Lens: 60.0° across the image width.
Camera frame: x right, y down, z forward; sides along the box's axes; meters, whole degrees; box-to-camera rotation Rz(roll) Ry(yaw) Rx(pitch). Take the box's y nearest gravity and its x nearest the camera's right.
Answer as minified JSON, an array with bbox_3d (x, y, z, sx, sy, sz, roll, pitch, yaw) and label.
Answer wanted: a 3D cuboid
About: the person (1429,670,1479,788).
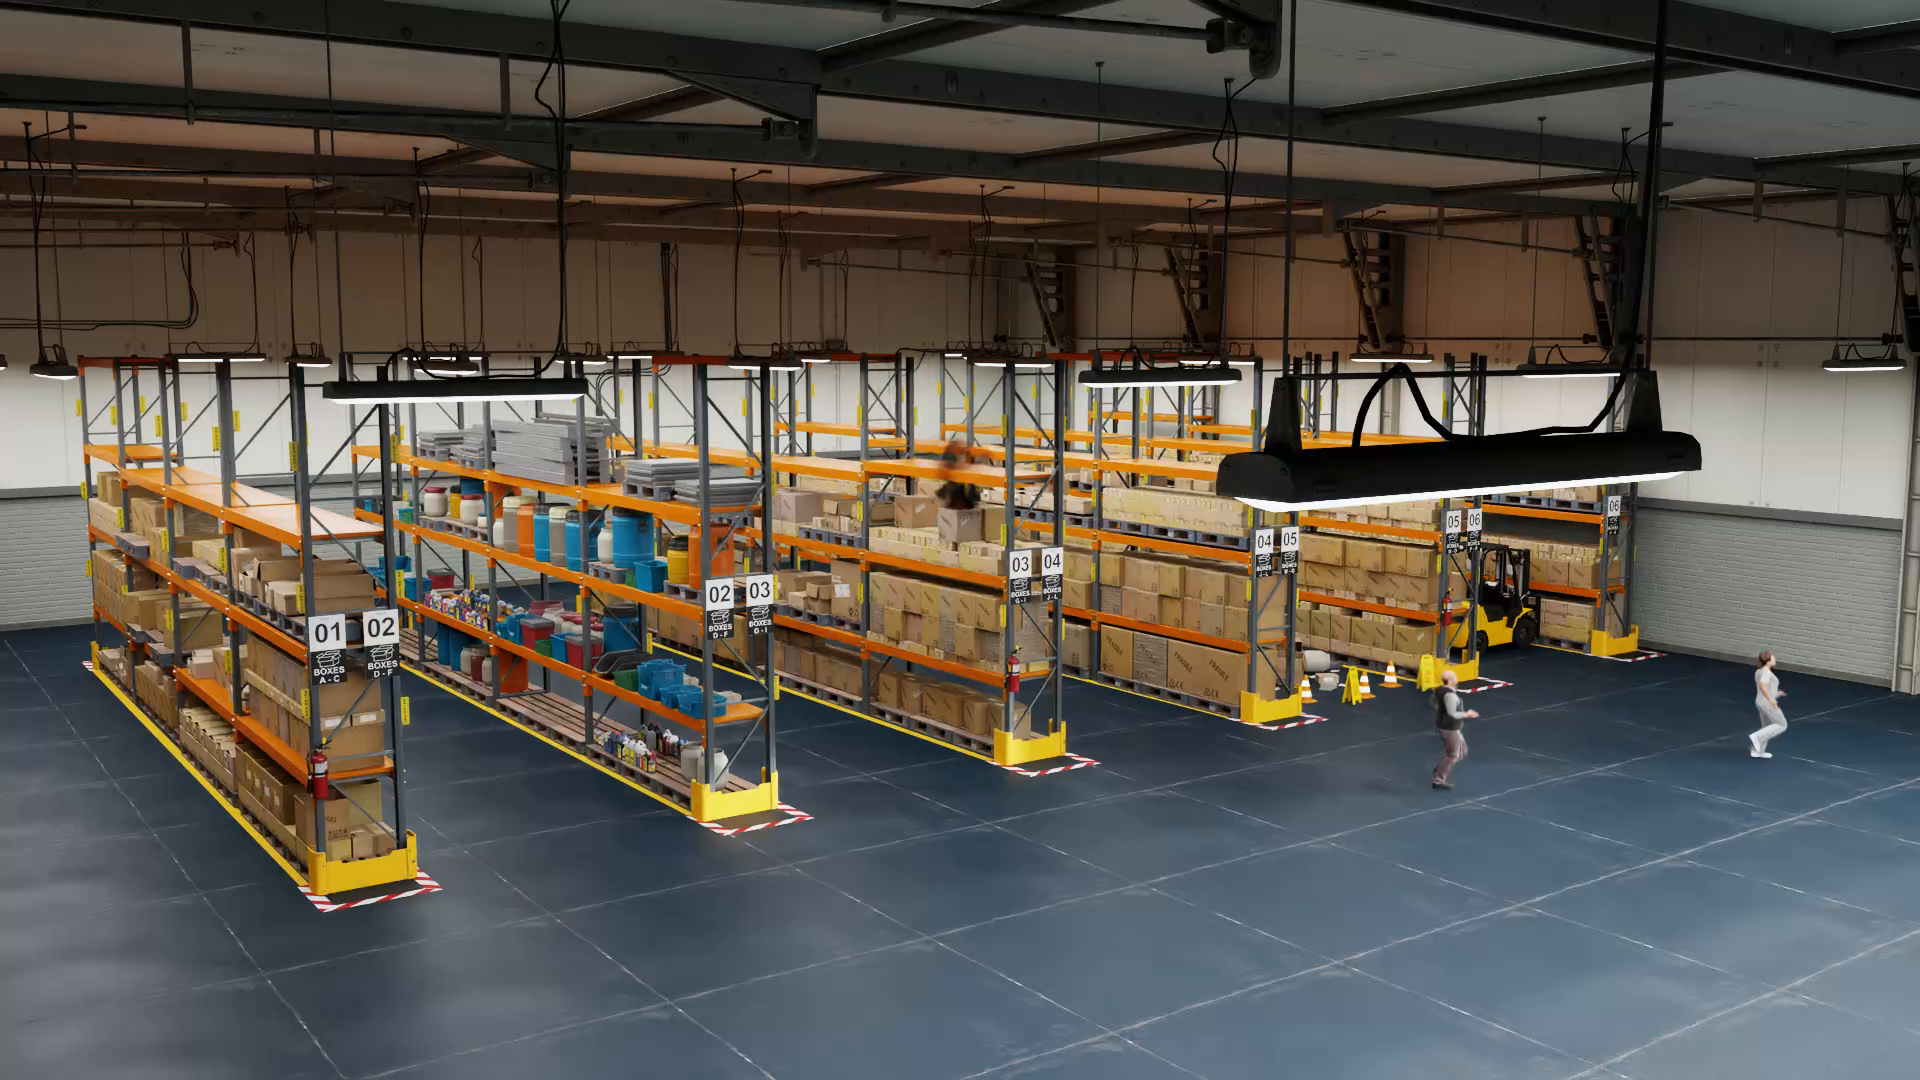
[{"bbox_3d":[6.944,2.657,23.375,0.606,1.688,0.646,1,7,5],"label":"person"}]

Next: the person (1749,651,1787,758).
[{"bbox_3d":[12.208,2.486,25.111,0.557,1.627,0.559,1,7,6],"label":"person"}]
